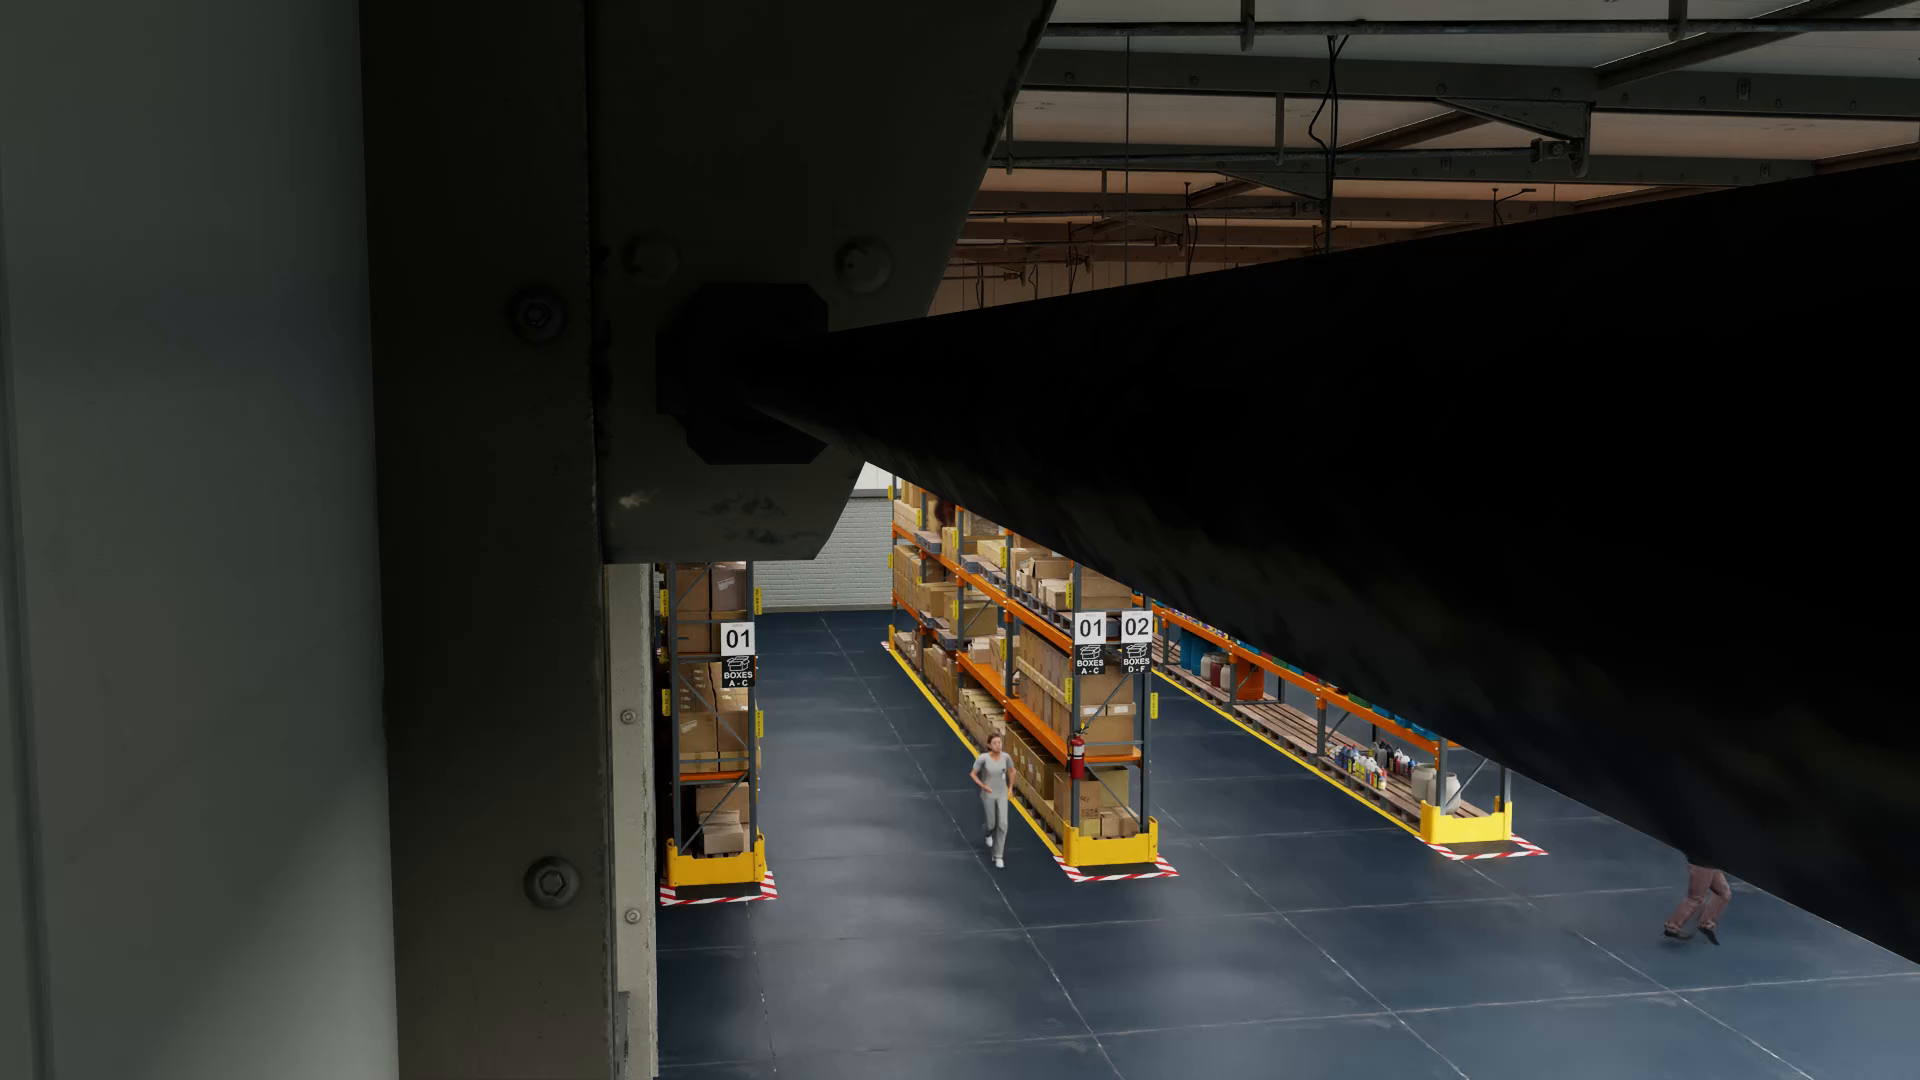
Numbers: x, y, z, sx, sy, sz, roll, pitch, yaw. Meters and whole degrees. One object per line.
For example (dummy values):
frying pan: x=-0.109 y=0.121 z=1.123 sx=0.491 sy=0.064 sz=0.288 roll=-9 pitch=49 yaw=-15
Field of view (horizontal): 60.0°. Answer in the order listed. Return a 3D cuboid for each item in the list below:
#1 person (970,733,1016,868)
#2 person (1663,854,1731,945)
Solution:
person: x=0.427 y=3.253 z=21.074 sx=0.603 sy=1.657 sz=0.742 roll=-1 pitch=6 yaw=-12
person: x=8.035 y=3.550 z=17.958 sx=0.756 sy=1.770 sz=0.635 roll=2 pitch=7 yaw=20
